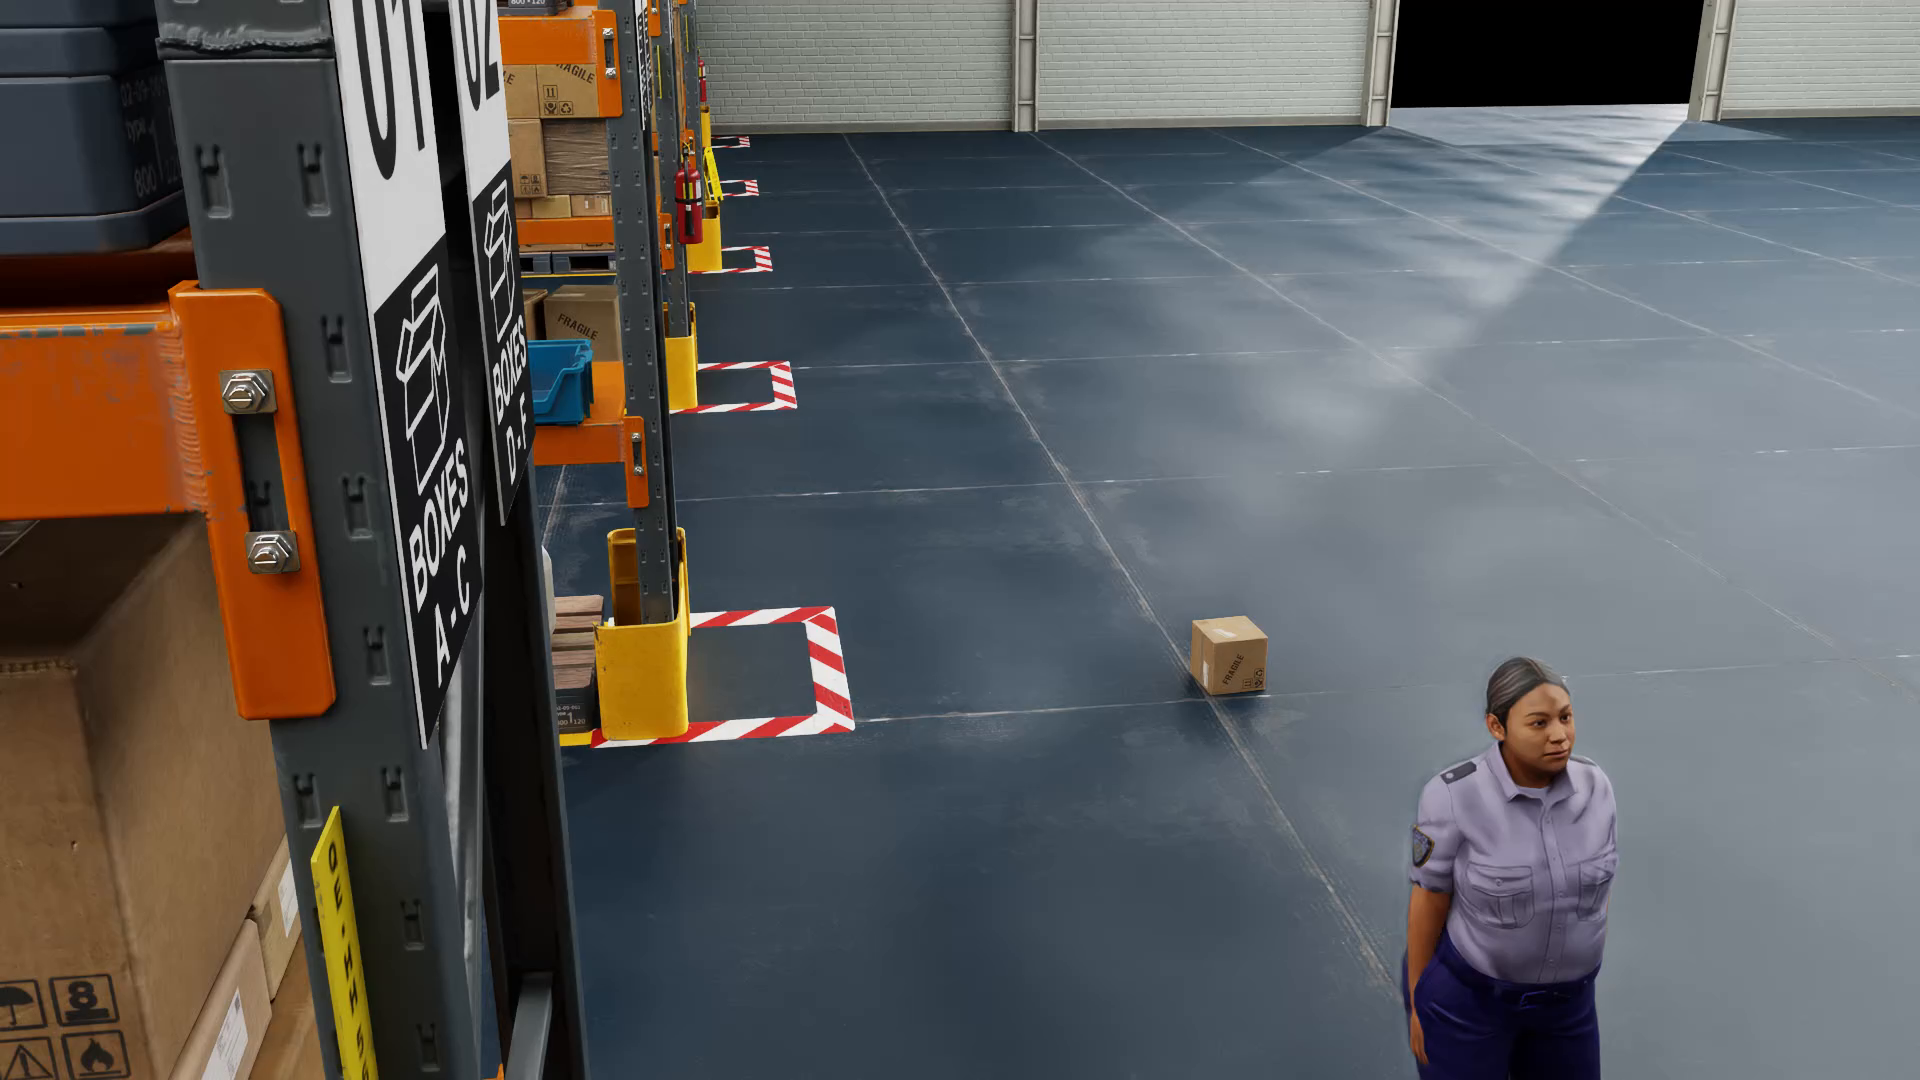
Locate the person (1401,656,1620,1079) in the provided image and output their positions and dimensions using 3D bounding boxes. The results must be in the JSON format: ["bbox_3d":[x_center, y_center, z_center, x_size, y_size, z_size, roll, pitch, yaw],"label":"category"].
[{"bbox_3d":[1.228,1.023,3.781,0.478,1.603,0.557,-3,20,-7],"label":"person"}]
